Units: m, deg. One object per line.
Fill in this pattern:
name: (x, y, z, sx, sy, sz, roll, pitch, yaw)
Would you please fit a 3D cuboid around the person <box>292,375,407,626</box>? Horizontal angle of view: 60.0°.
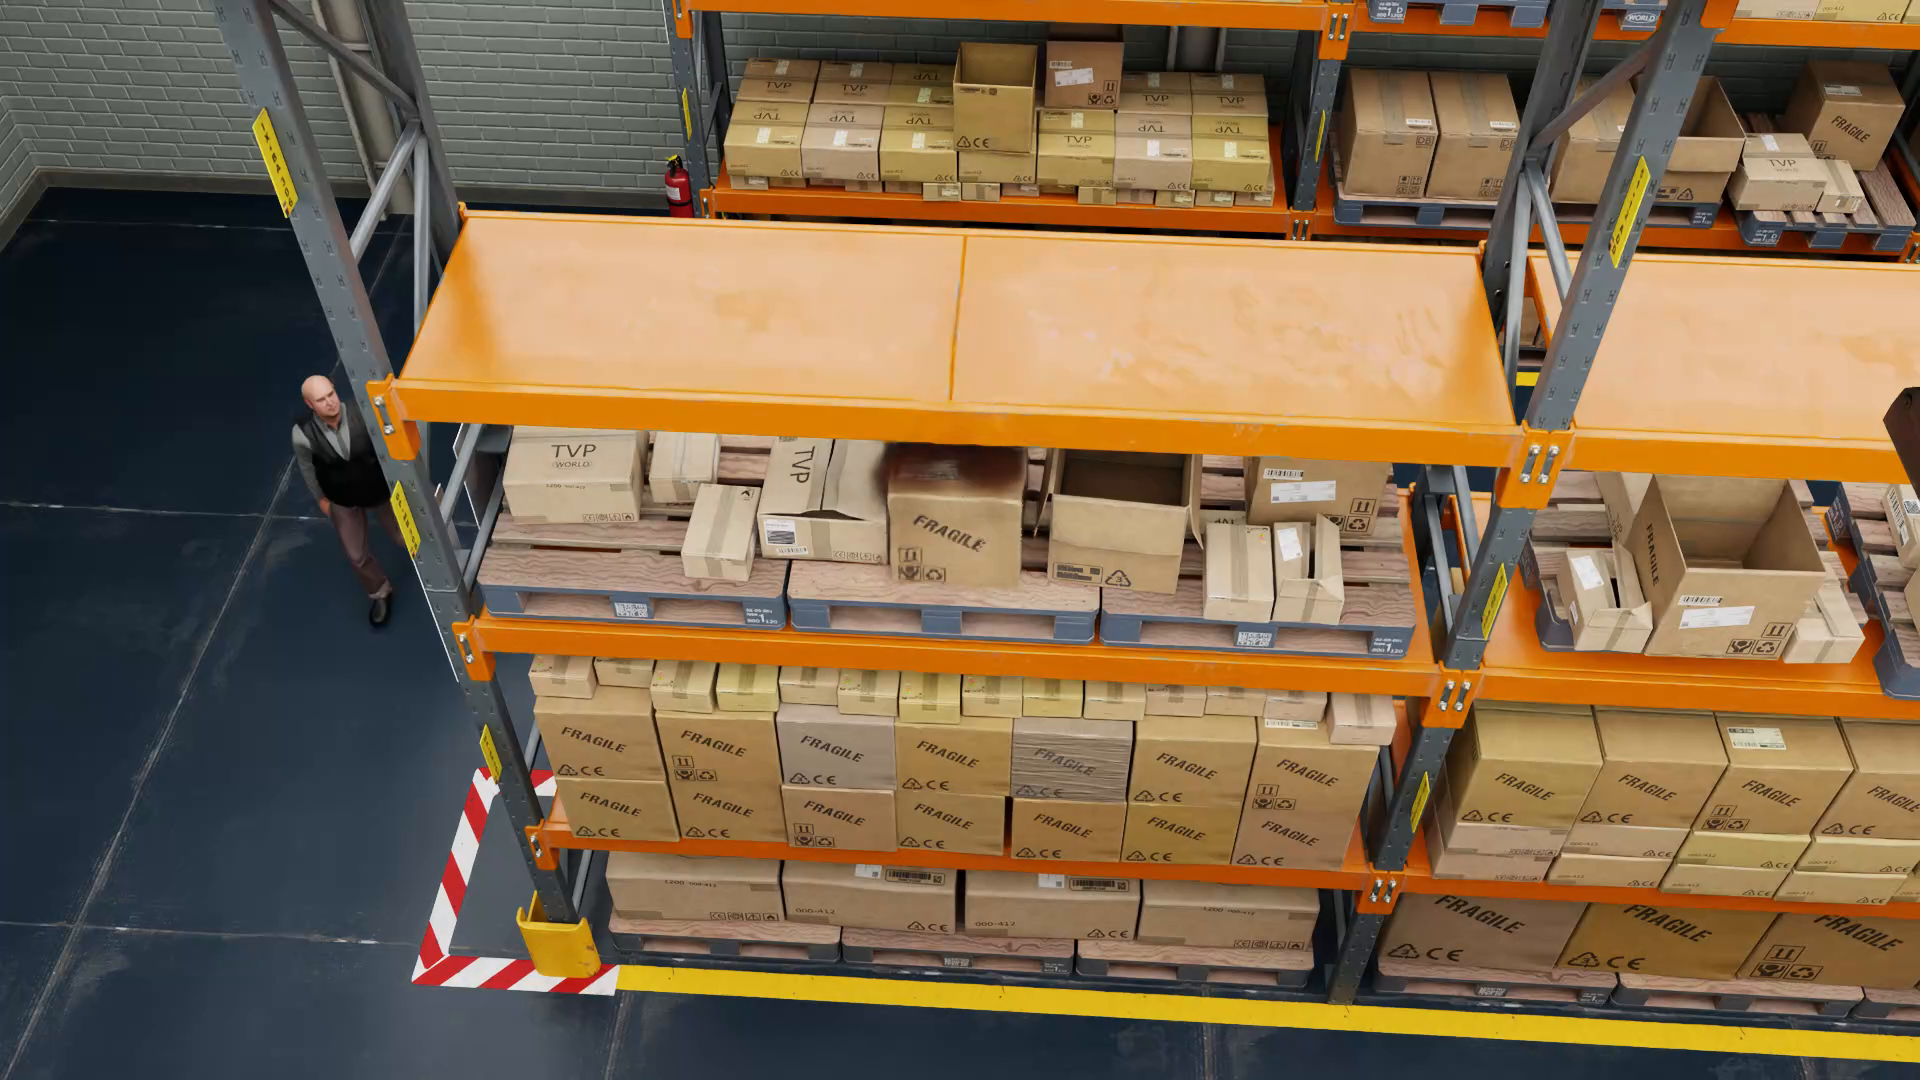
person: (-3.558, -0.323, 9.886, 0.564, 1.678, 0.845, -2, 48, -2)
